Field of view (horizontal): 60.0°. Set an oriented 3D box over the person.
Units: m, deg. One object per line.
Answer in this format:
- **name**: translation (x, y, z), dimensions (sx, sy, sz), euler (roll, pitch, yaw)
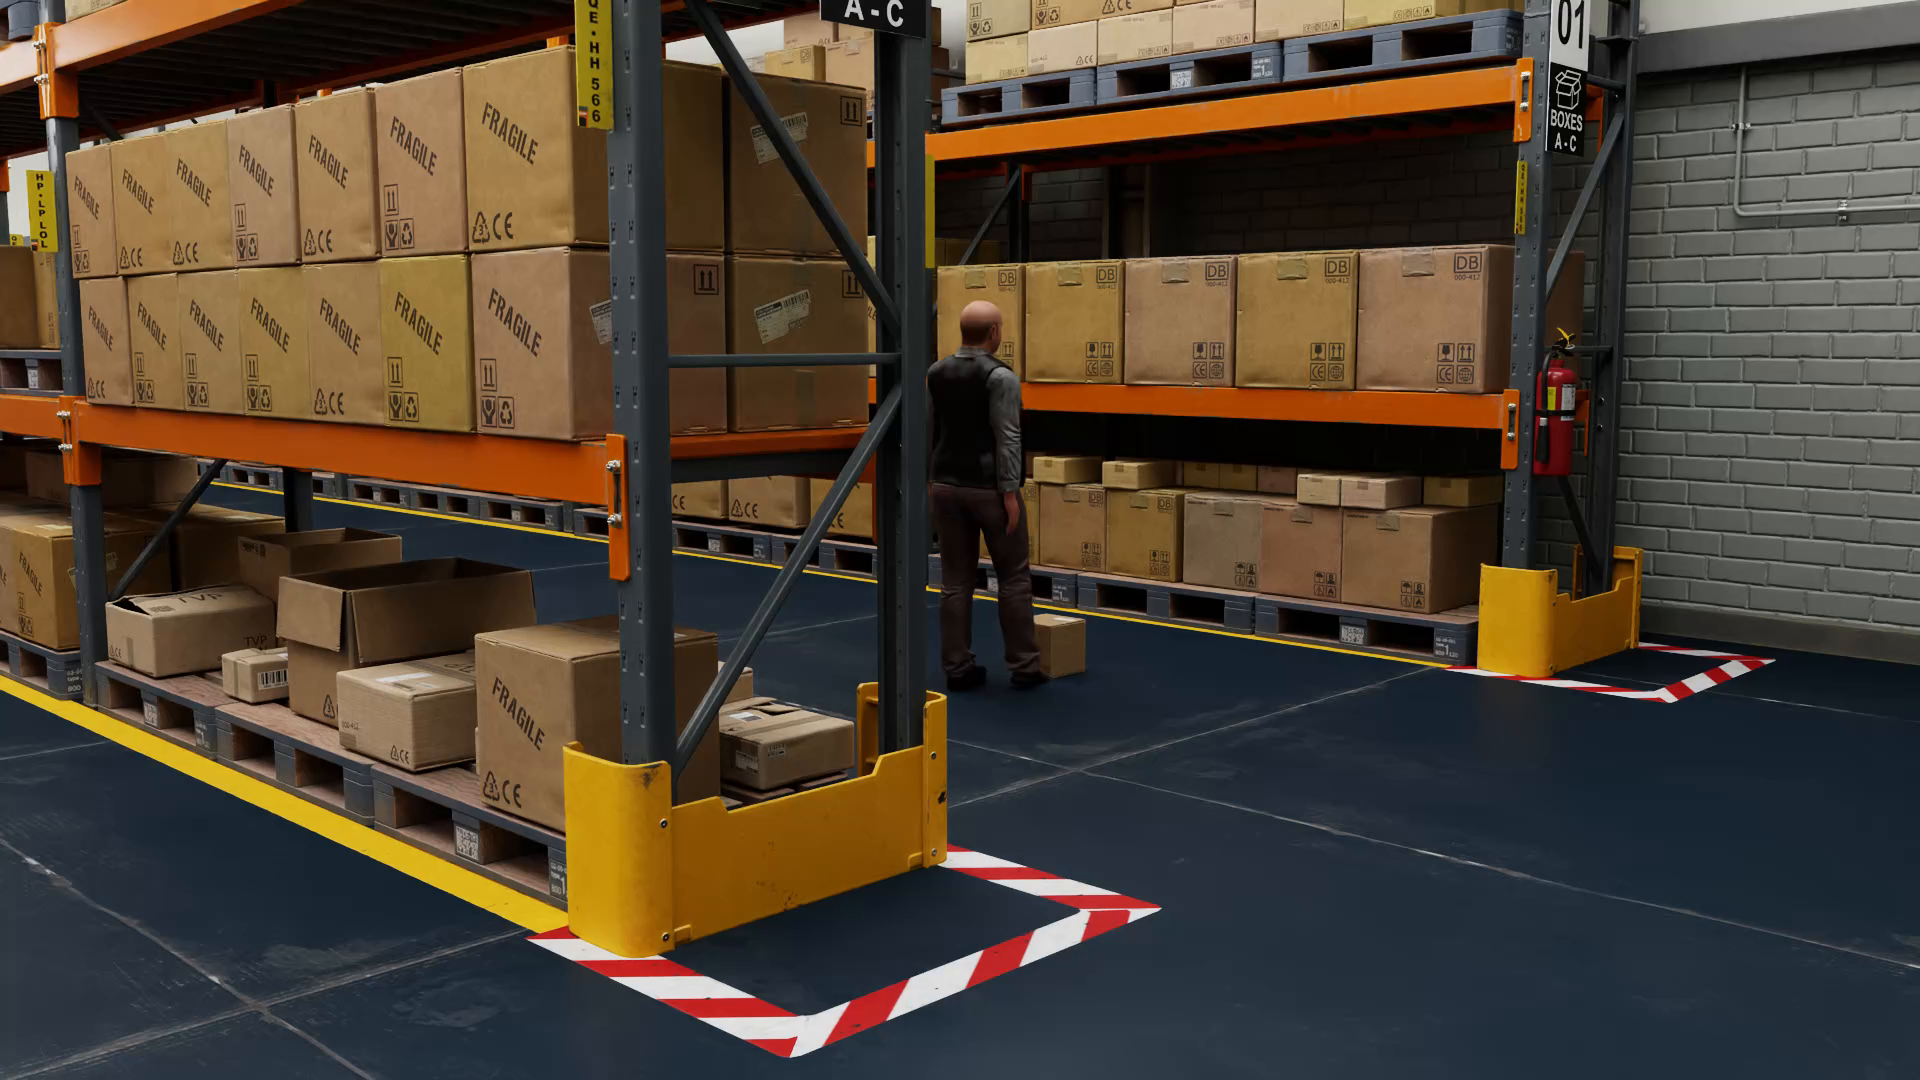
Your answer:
- **person**: translation (0.111, -0.189, 7.481), dimensions (0.565, 1.755, 0.526), euler (5, 8, 33)
